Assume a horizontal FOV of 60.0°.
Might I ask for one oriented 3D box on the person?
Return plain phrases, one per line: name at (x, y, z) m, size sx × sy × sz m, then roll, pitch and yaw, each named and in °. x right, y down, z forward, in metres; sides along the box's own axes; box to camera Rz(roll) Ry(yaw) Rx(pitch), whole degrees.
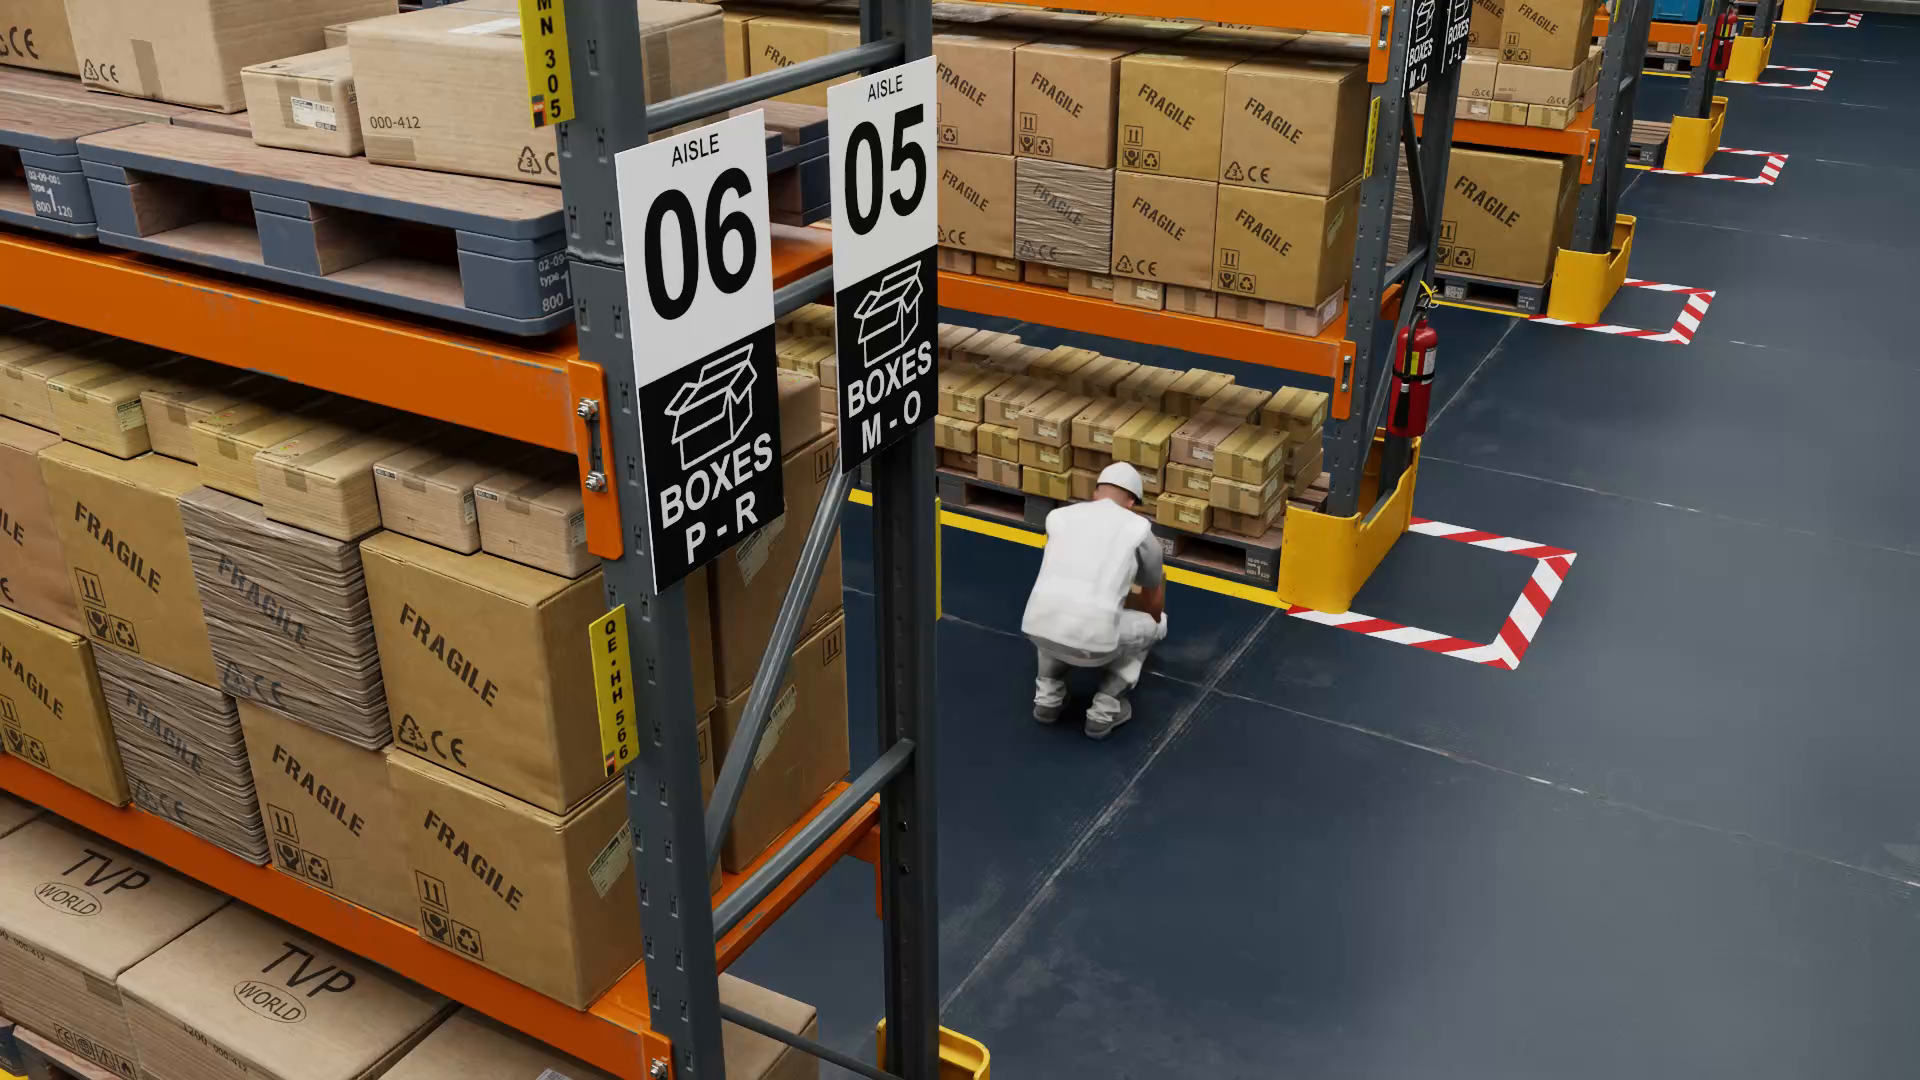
person at (0.569, 0.251, 6.985) m, size 0.541 × 0.994 × 0.903 m, roll 13°, pitch 29°, yaw 25°
